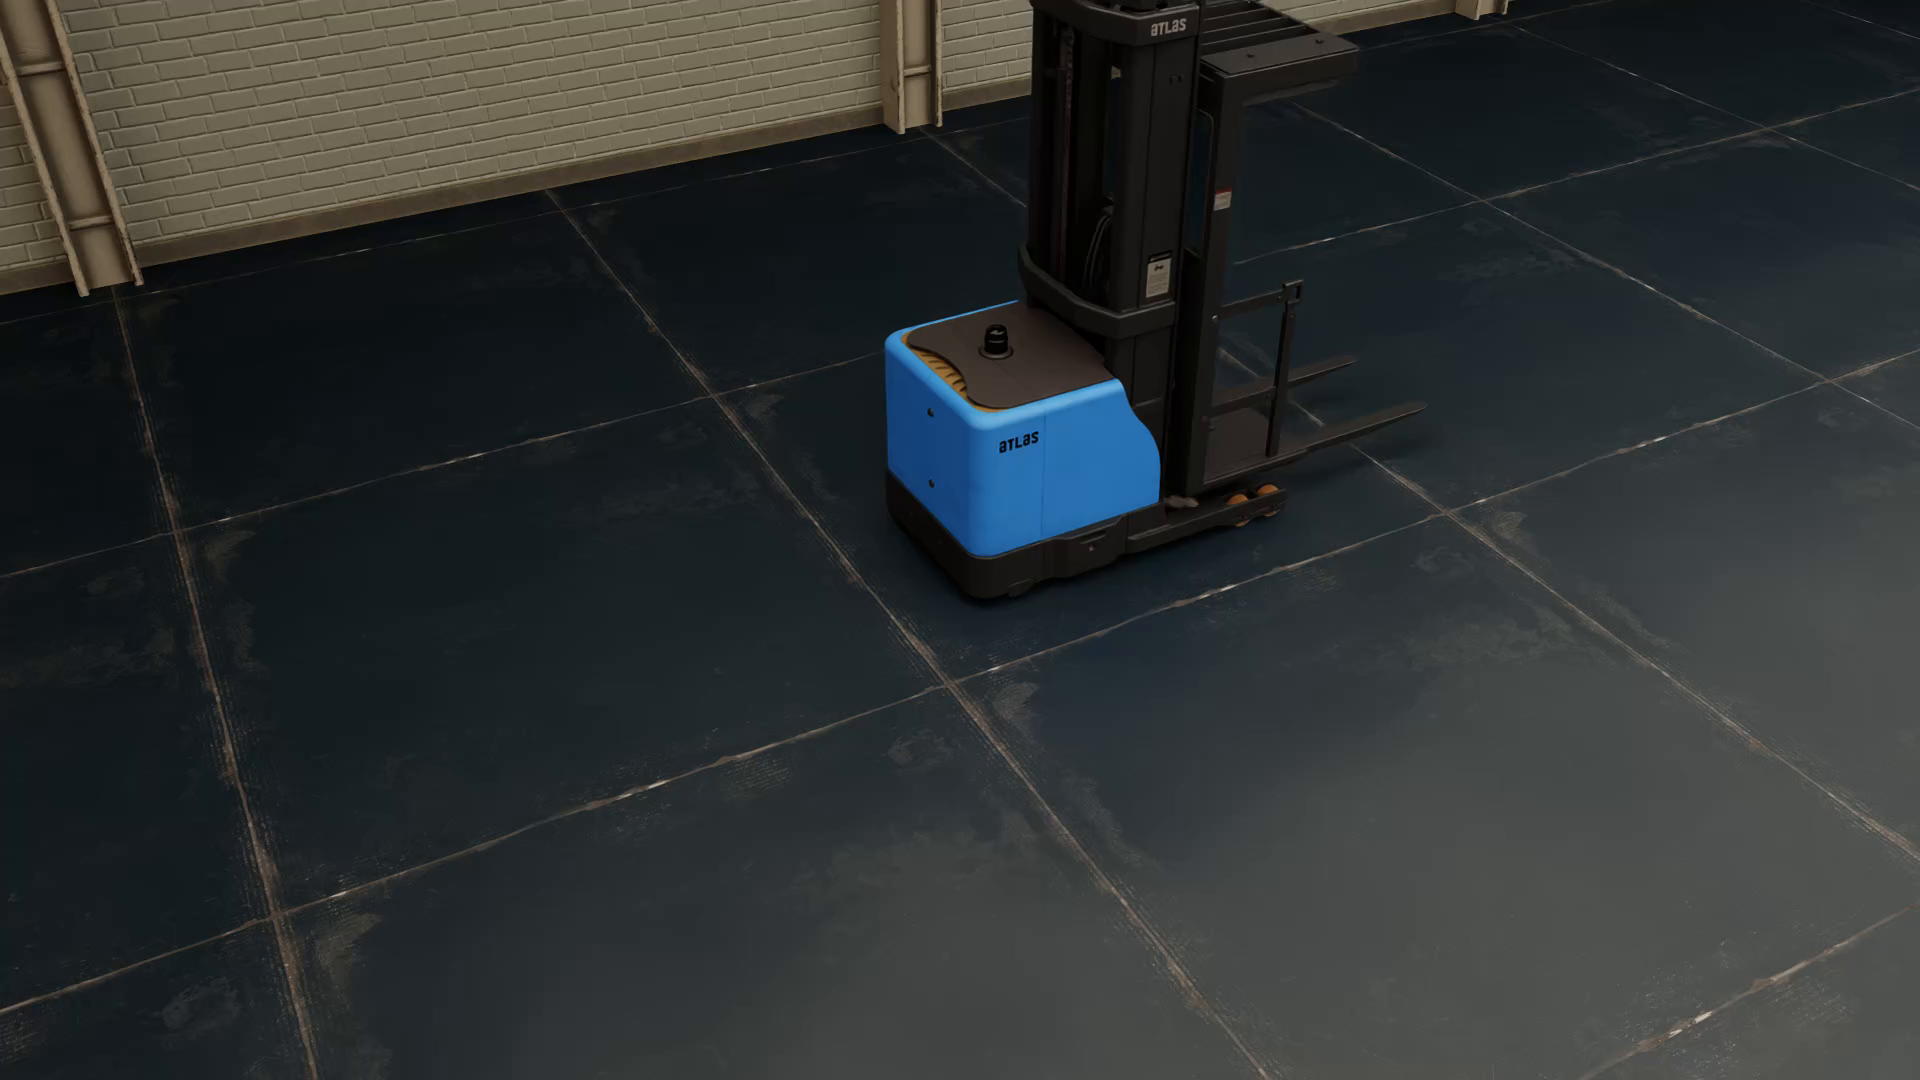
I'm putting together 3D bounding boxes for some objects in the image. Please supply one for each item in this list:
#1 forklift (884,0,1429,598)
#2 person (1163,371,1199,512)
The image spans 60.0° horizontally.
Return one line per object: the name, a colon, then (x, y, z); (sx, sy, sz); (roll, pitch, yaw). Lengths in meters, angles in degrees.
forklift: (1.151, -1.517, 8.270); (3.031, 2.935, 1.130); (-18, 39, -23)
person: (1.026, -0.959, 8.567); (0.621, 1.751, 0.855); (9, 36, 12)
